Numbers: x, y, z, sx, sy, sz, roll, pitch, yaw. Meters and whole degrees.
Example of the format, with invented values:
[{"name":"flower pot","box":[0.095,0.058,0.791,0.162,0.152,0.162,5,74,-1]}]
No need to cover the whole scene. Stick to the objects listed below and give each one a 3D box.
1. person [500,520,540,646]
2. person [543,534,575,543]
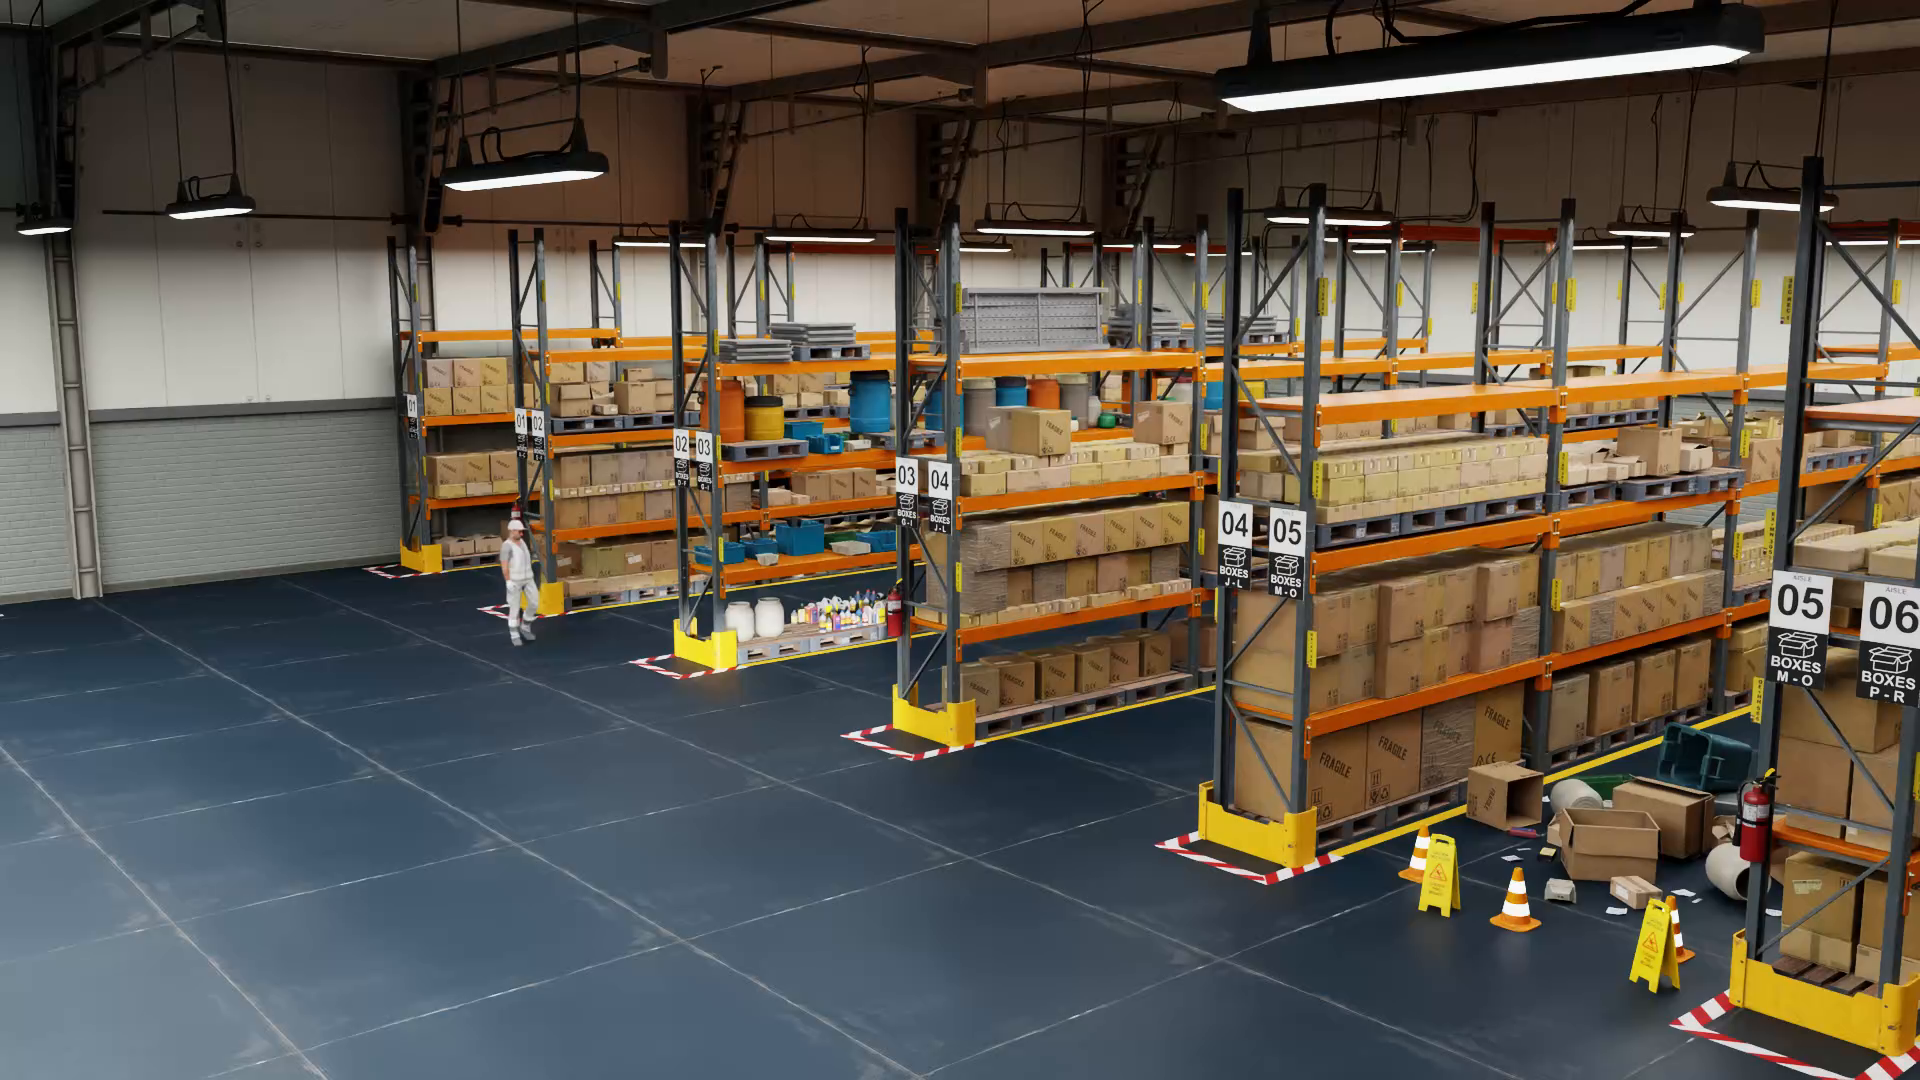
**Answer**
[{"name":"person","box":[-6.347,0.602,23.975,0.490,1.791,0.643,8,12,40]},{"name":"person","box":[-7.100,-0.190,29.502,0.585,1.867,0.451,-1,9,-5]}]
